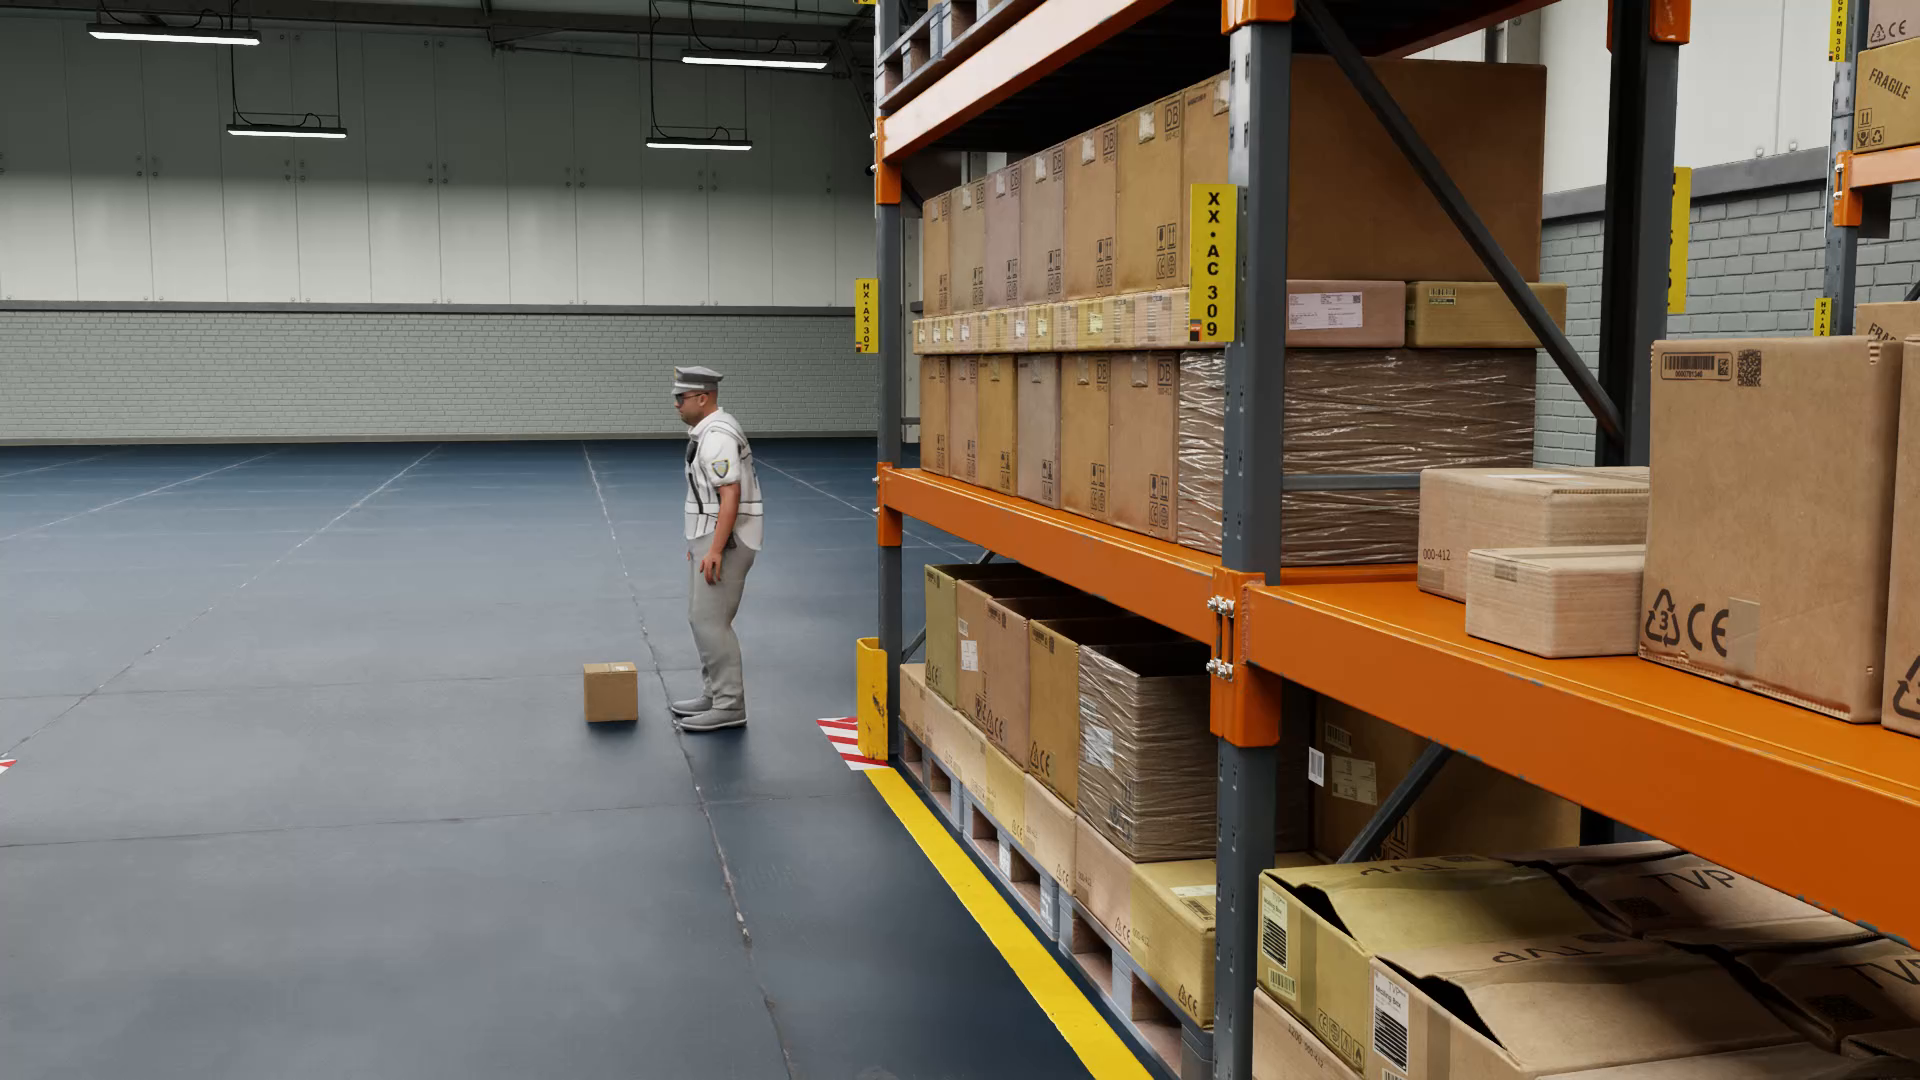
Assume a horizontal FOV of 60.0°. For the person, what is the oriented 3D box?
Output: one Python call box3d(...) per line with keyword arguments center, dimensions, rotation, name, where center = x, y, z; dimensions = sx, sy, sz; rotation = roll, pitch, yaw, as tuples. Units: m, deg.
box3d(center=(-1.190, 0.030, 8.133), dimensions=(0.438, 1.747, 0.585), rotation=(-1, 6, -13), name="person")
